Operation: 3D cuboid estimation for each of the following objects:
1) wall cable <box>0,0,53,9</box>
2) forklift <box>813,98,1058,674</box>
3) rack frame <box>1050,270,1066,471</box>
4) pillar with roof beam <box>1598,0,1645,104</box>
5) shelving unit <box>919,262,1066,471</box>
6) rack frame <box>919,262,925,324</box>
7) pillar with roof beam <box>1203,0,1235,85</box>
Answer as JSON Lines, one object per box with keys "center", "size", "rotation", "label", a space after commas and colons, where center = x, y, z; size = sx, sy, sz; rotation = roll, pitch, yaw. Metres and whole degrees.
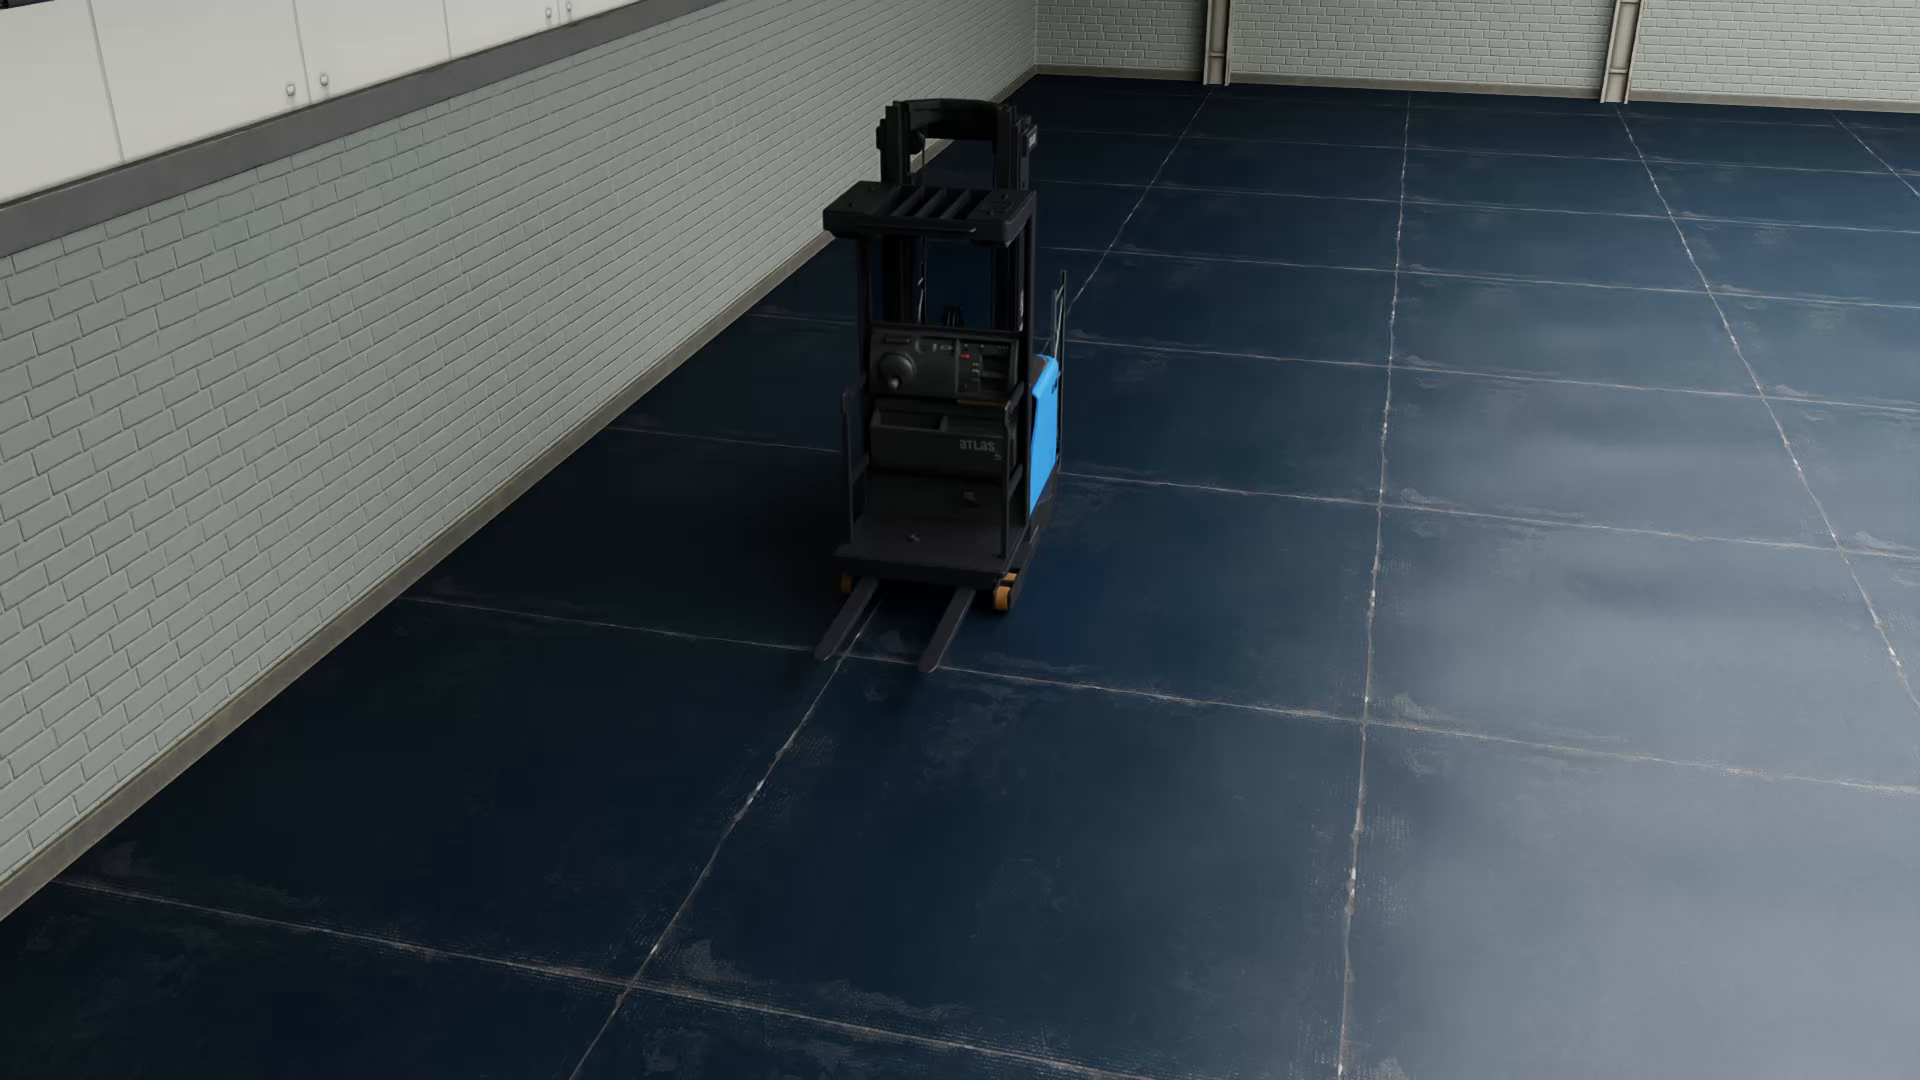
{"center": [-3.889, -4.607, 6.503], "size": [0.169, 6.003, 2.305], "rotation": [6, 26, 13], "label": "wall cable"}
{"center": [-0.148, -1.053, 10.051], "size": [1.130, 2.935, 3.031], "rotation": [6, 26, 12], "label": "forklift"}
{"center": [0.687, -1.127, 11.873], "size": [0.032, 1.500, 0.500], "rotation": [5, 26, 10], "label": "rack frame"}
{"center": [8.839, -8.935, 19.548], "size": [0.400, 9.000, 9.100], "rotation": [6, 26, 13], "label": "pillar with roof beam"}
{"center": [0.188, -1.169, 11.961], "size": [1.048, 1.500, 0.538], "rotation": [5, 26, 10], "label": "shelving unit"}
{"center": [-0.311, -1.212, 12.050], "size": [0.032, 1.500, 0.500], "rotation": [5, 26, 10], "label": "rack frame"}
{"center": [3.028, -9.577, 20.898], "size": [0.400, 9.000, 9.100], "rotation": [6, 26, 13], "label": "pillar with roof beam"}
